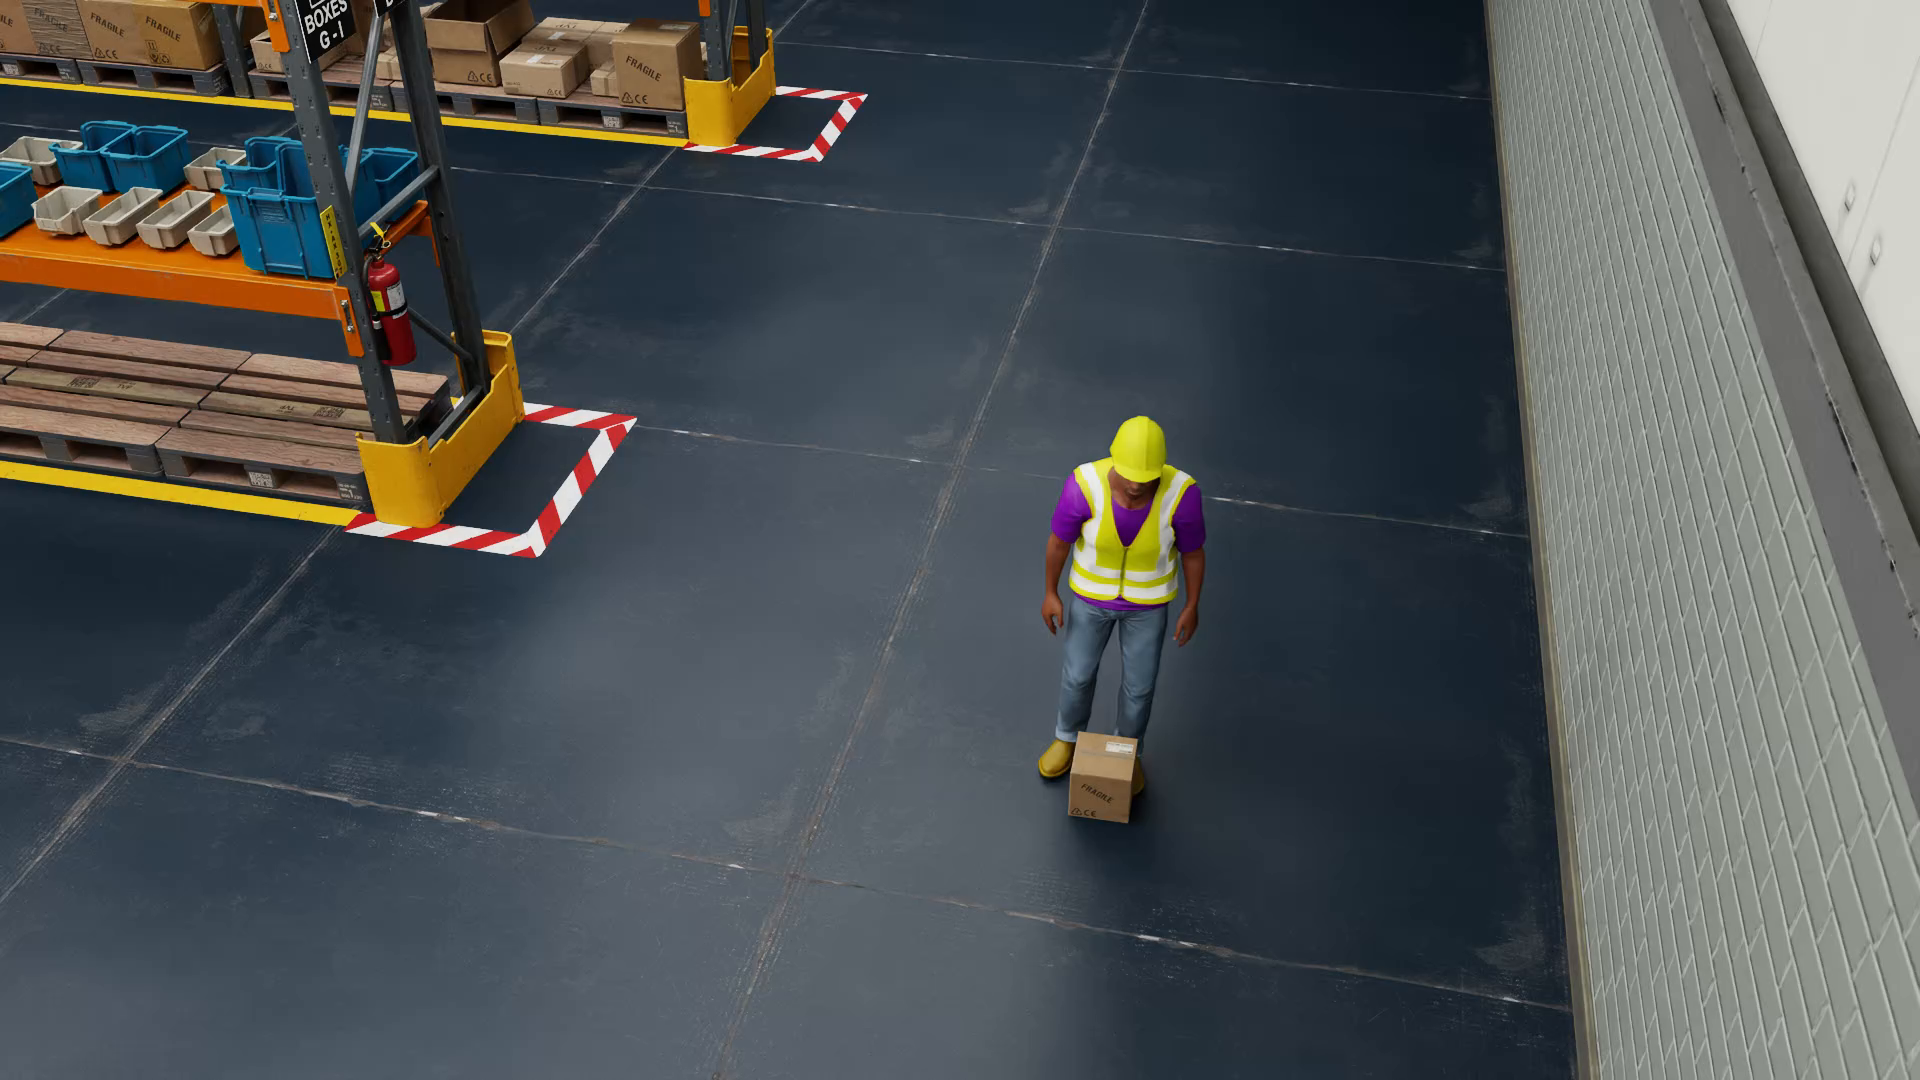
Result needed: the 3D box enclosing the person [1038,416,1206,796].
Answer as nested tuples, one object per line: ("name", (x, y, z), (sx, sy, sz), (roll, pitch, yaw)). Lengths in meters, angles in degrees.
("person", (0.642, 0.241, 6.623), (0.632, 1.759, 0.462), (5, 37, 7))
